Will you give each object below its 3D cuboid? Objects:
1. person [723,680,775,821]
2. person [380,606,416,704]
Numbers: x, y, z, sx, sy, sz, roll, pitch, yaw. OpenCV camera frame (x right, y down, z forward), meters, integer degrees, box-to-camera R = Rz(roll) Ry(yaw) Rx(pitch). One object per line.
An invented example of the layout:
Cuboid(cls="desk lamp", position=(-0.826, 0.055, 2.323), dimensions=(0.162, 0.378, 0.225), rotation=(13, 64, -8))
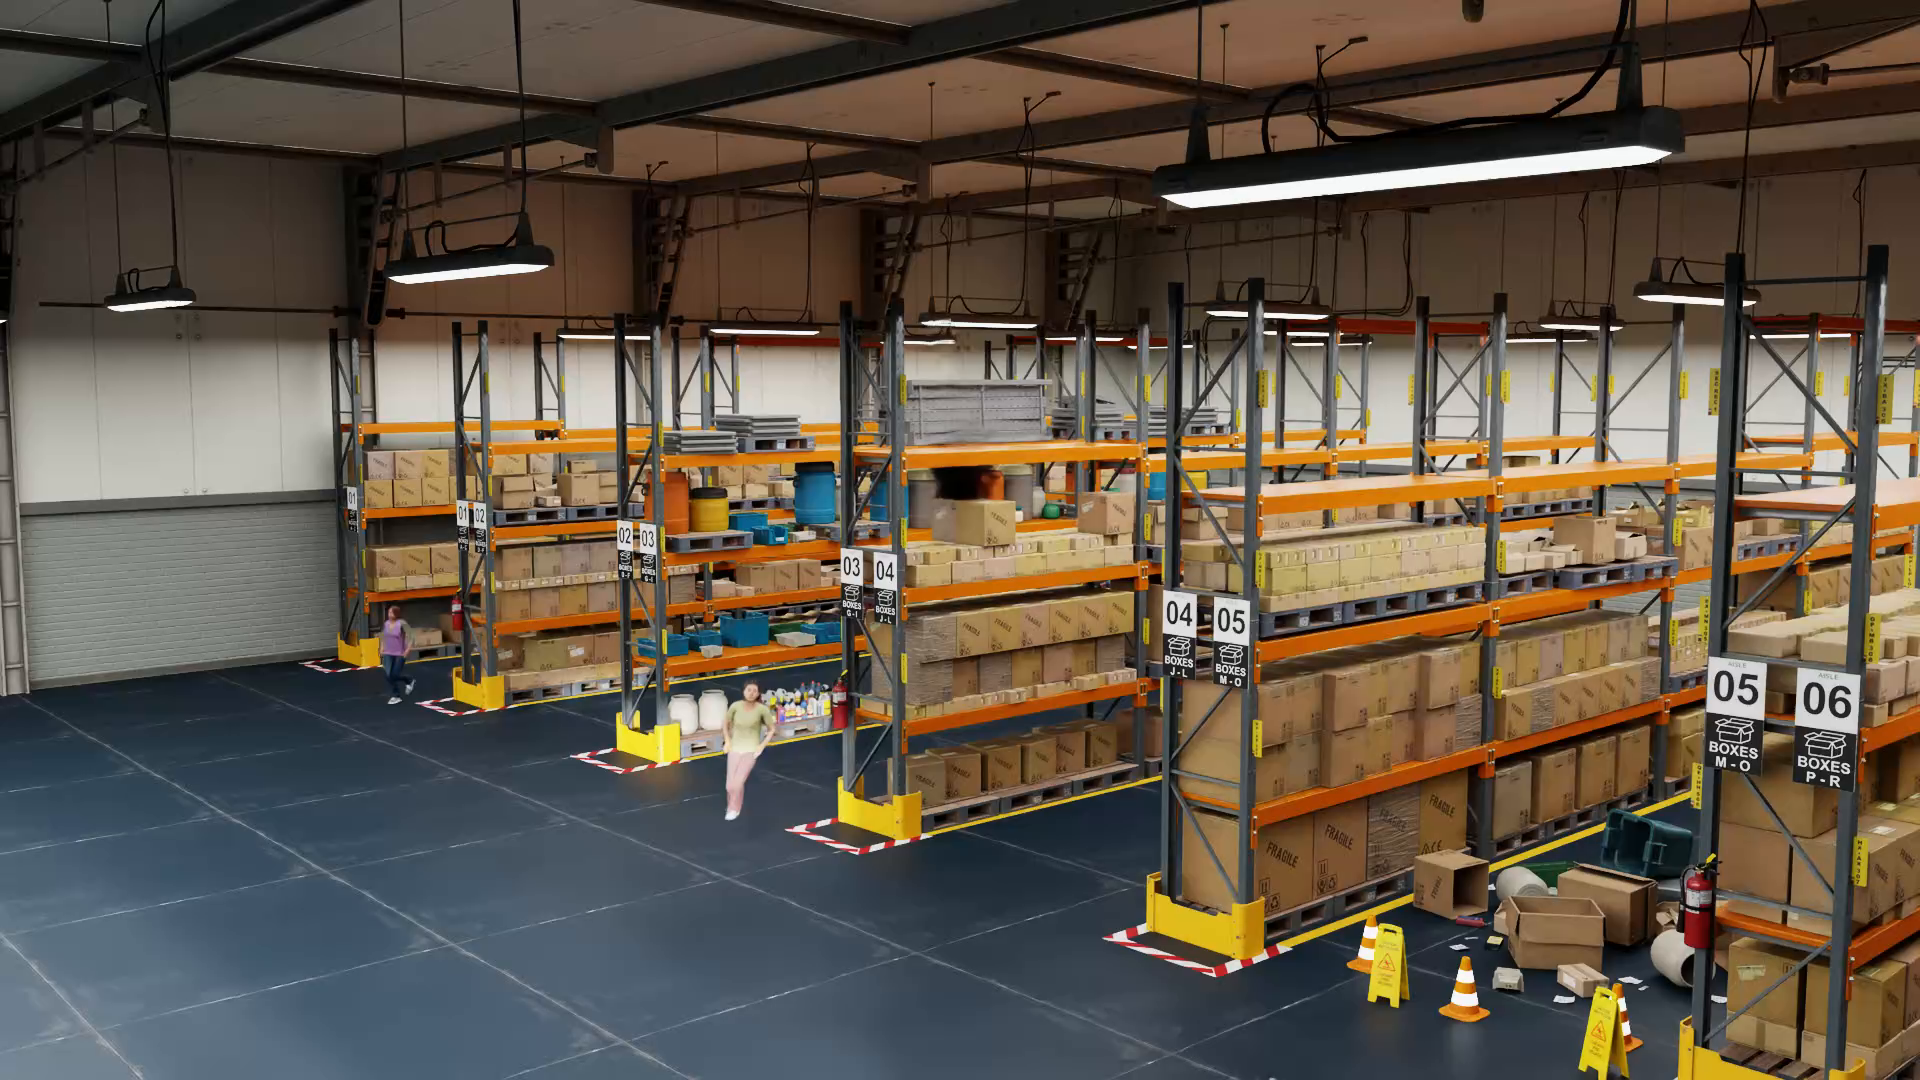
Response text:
Cuboid(cls="person", position=(-2.338, 2.350, 18.391), dimensions=(0.594, 1.615, 0.577), rotation=(0, 6, 1))
Cuboid(cls="person", position=(-8.879, 1.844, 26.294), dimensions=(0.570, 1.465, 0.566), rotation=(1, 6, 13))
